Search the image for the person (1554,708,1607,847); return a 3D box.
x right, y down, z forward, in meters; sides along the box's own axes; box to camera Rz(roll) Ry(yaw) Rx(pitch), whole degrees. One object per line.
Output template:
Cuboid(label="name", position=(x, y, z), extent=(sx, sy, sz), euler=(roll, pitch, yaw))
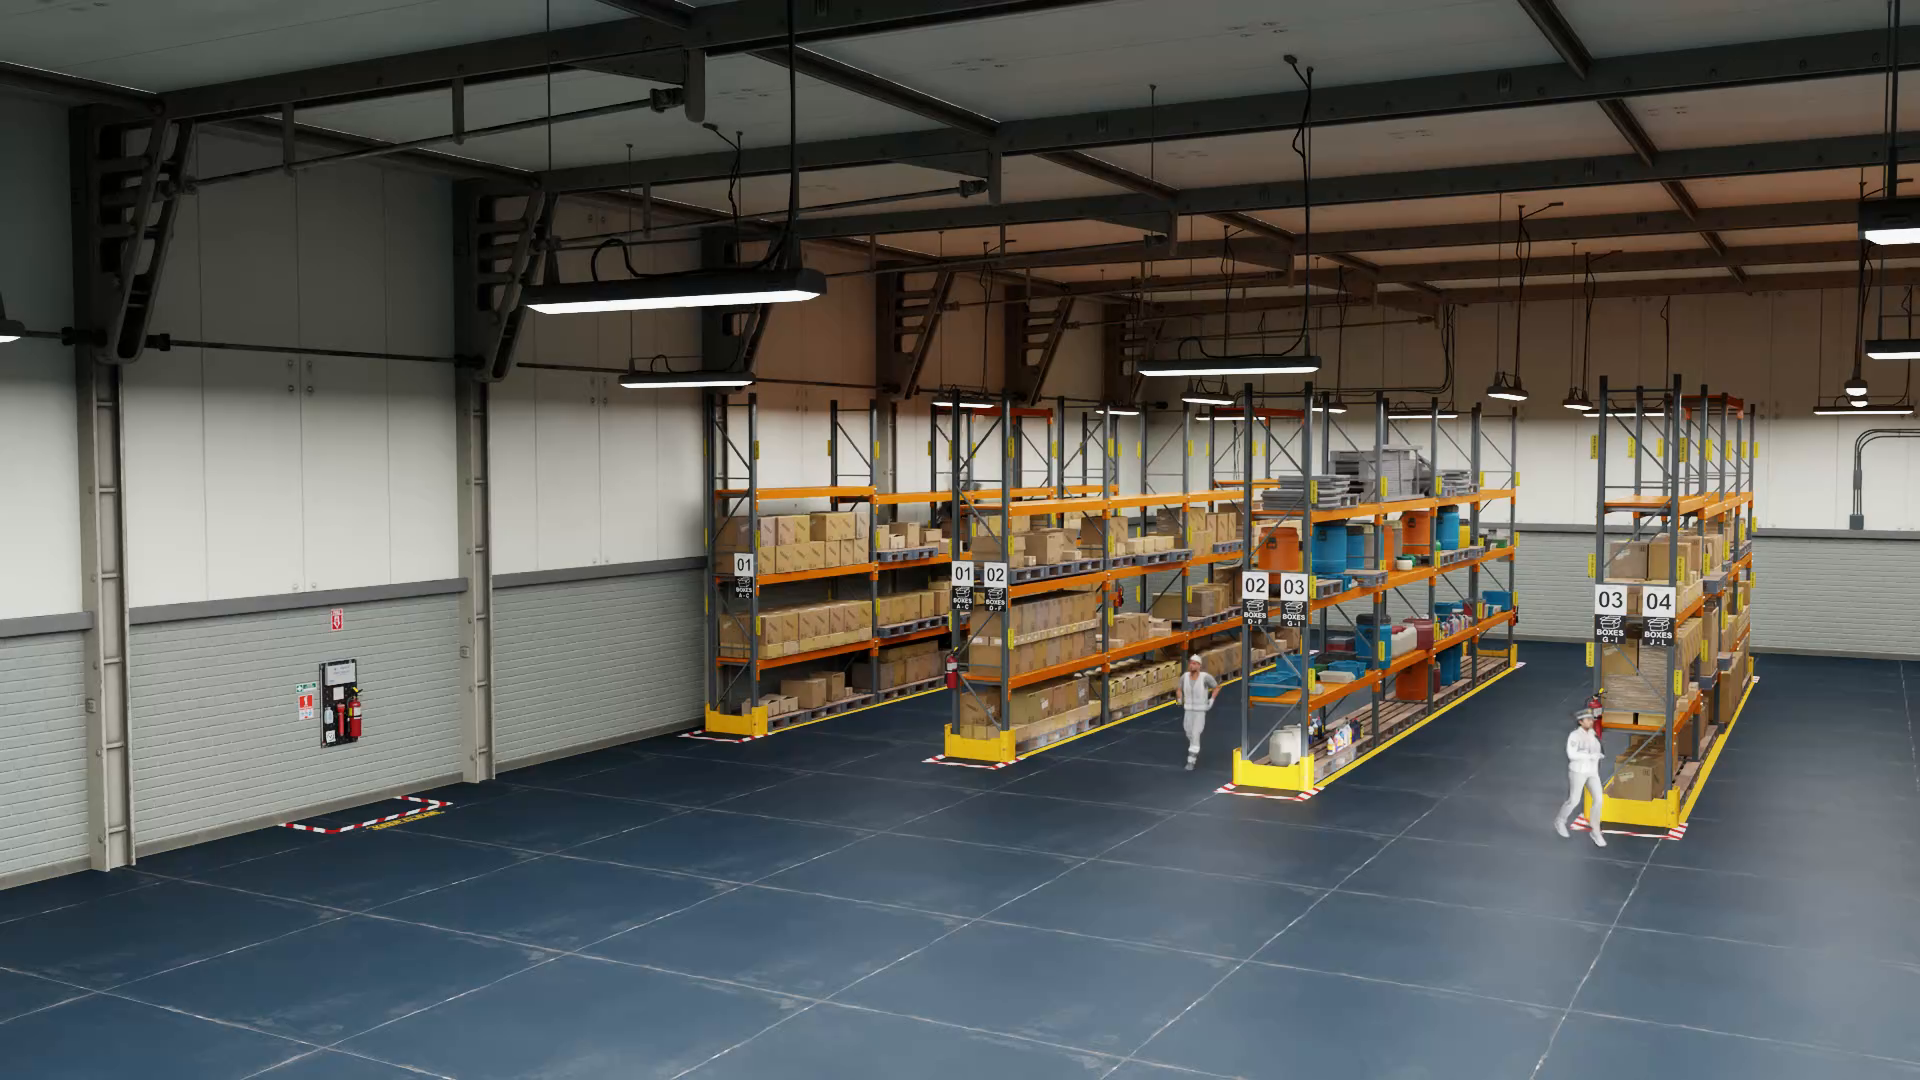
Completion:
Cuboid(label="person", position=(7.938, 3.010, 21.241), extent=(0.638, 1.762, 0.762), euler=(-2, 3, -26))

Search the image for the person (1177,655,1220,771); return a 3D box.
Cuboid(label="person", position=(3.749, 2.700, 26.290), extent=(0.669, 1.779, 0.920), euler=(2, 3, 28))
